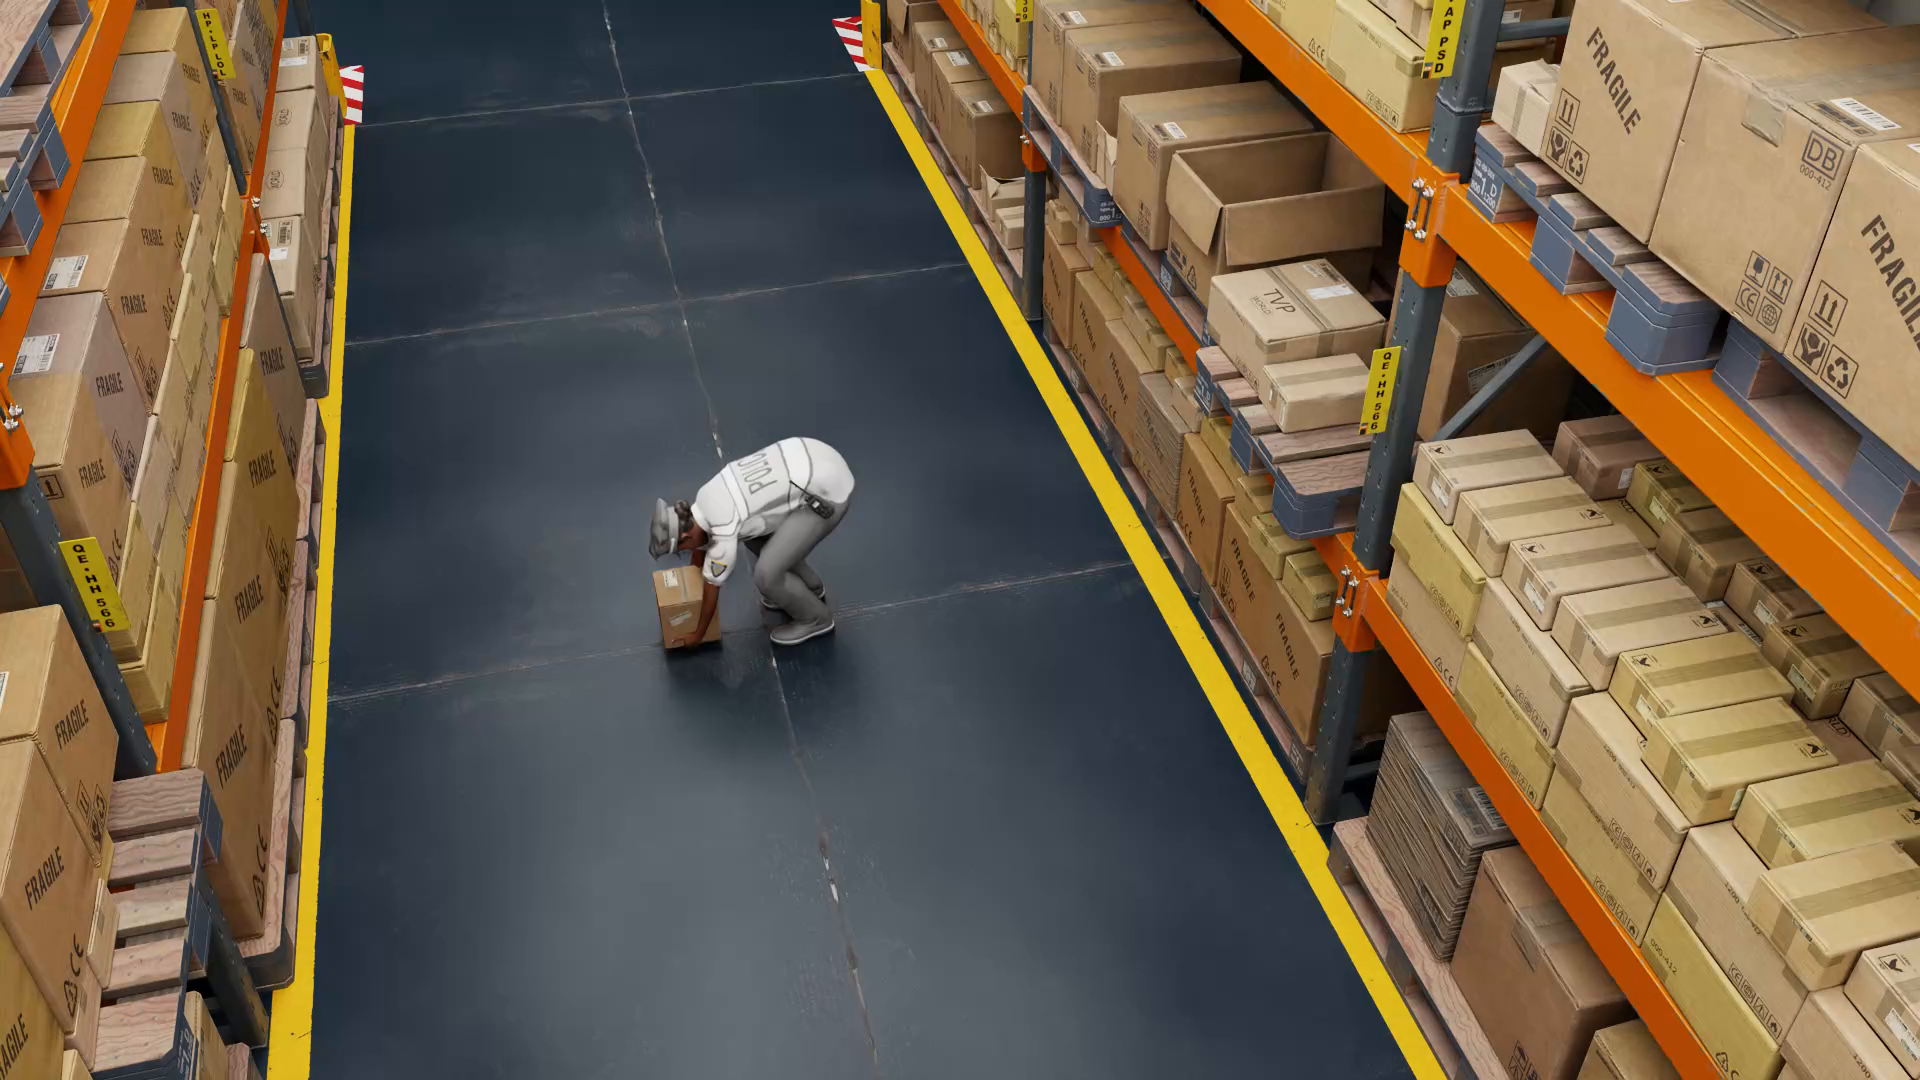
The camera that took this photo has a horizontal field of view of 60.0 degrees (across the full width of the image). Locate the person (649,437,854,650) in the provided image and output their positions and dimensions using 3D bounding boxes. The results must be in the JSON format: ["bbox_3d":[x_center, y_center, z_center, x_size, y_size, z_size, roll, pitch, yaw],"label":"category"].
[{"bbox_3d":[-0.903,0.028,7.287,0.904,0.908,0.465,-11,40,-13],"label":"person"}]
